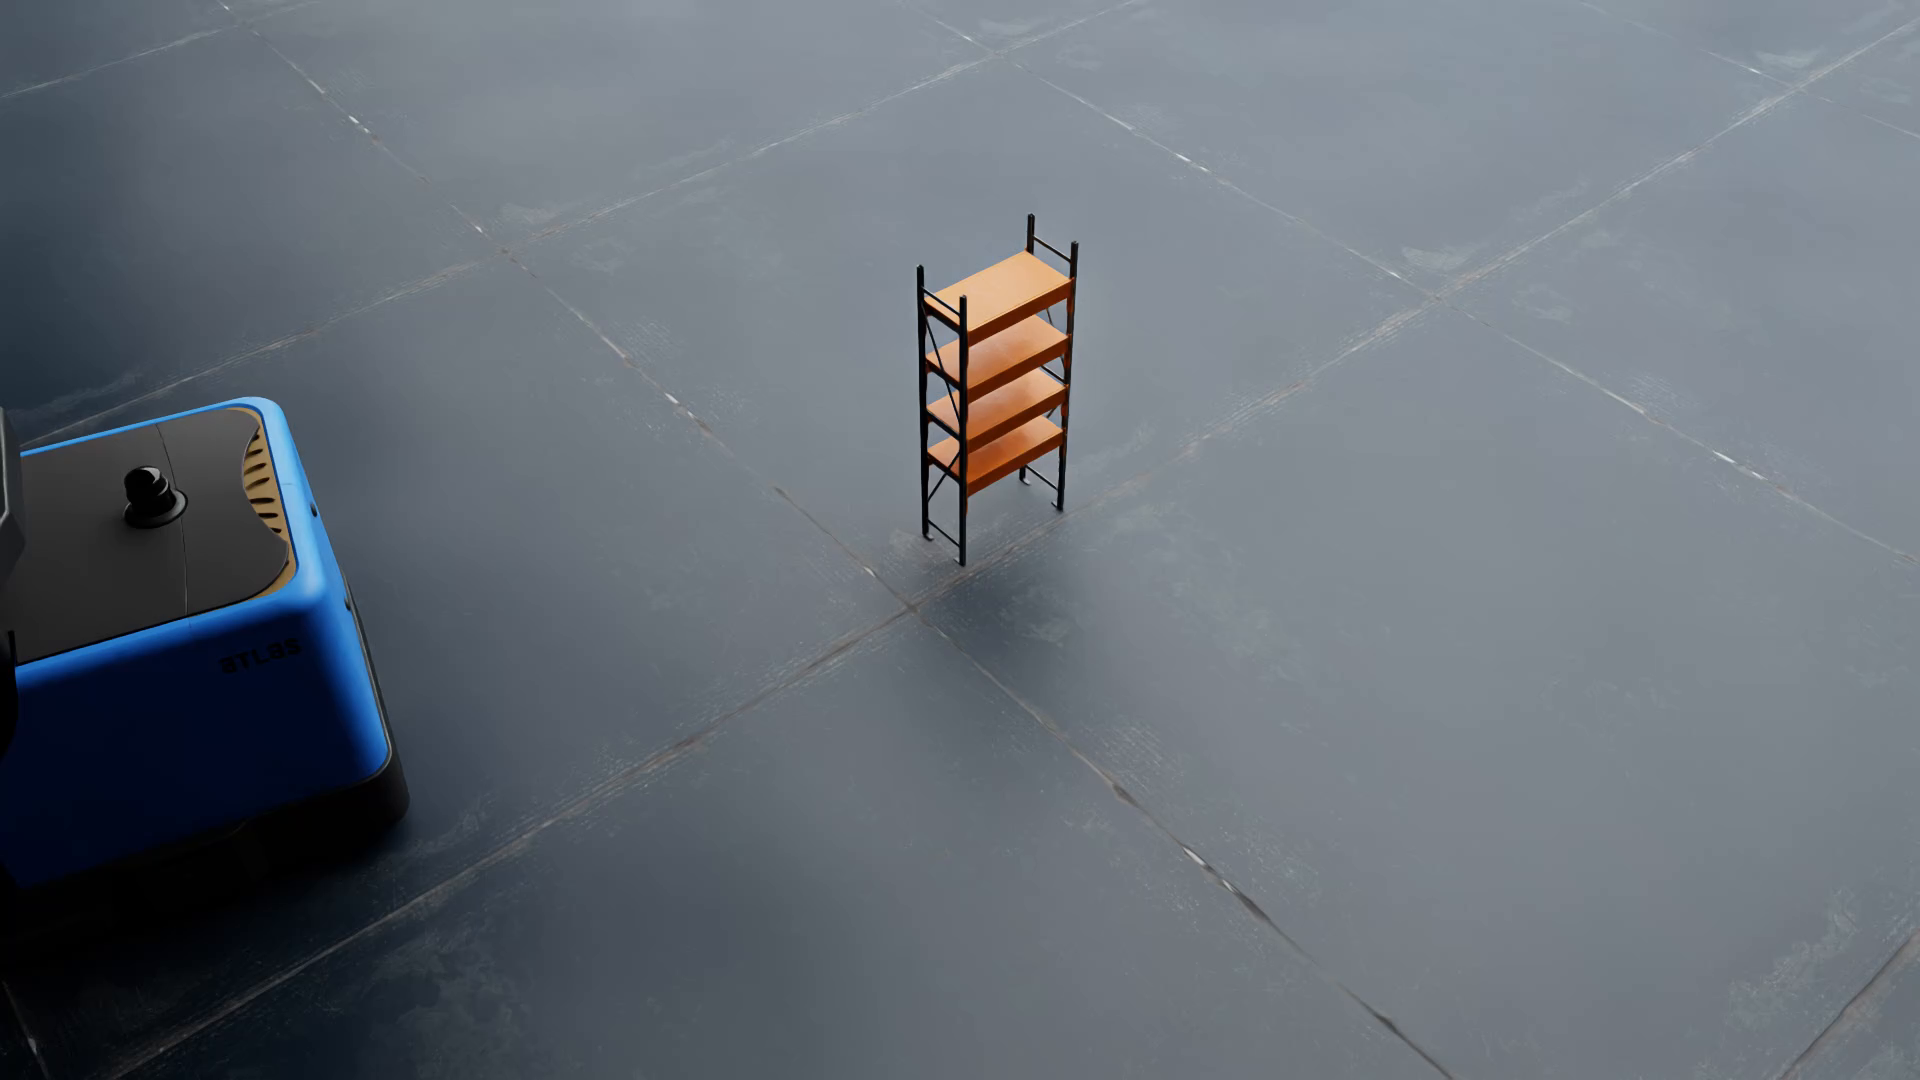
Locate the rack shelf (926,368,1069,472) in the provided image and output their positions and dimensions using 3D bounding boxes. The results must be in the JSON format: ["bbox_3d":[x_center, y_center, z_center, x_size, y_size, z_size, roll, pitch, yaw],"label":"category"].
[{"bbox_3d":[0.127,-0.461,5.963,0.480,0.148,0.258,-30,51,-28],"label":"rack shelf"}]

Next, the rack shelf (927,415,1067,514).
[{"bbox_3d":[0.127,-0.316,6.099,0.480,0.148,0.258,-30,51,-28],"label":"rack shelf"}]

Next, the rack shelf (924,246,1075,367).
[{"bbox_3d":[0.127,-0.796,5.648,0.480,0.148,0.258,-30,51,-28],"label":"rack shelf"}]

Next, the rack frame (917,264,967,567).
[{"bbox_3d":[-0.060,-0.403,5.803,0.015,1.200,0.240,-30,51,-28],"label":"rack frame"}]

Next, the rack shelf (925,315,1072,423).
[{"bbox_3d":[0.127,-0.624,5.810,0.480,0.148,0.258,-30,51,-28],"label":"rack shelf"}]

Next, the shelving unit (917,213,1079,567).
[{"bbox_3d":[0.127,-0.510,5.917,0.503,1.200,0.258,-30,51,-28],"label":"shelving unit"}]

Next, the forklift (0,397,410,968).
[{"bbox_3d":[-3.301,-0.033,4.144,3.031,2.935,1.130,-17,46,-18],"label":"forklift"}]

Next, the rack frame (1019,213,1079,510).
[{"bbox_3d":[0.314,-0.617,6.031,0.015,1.200,0.240,-30,51,-28],"label":"rack frame"}]
